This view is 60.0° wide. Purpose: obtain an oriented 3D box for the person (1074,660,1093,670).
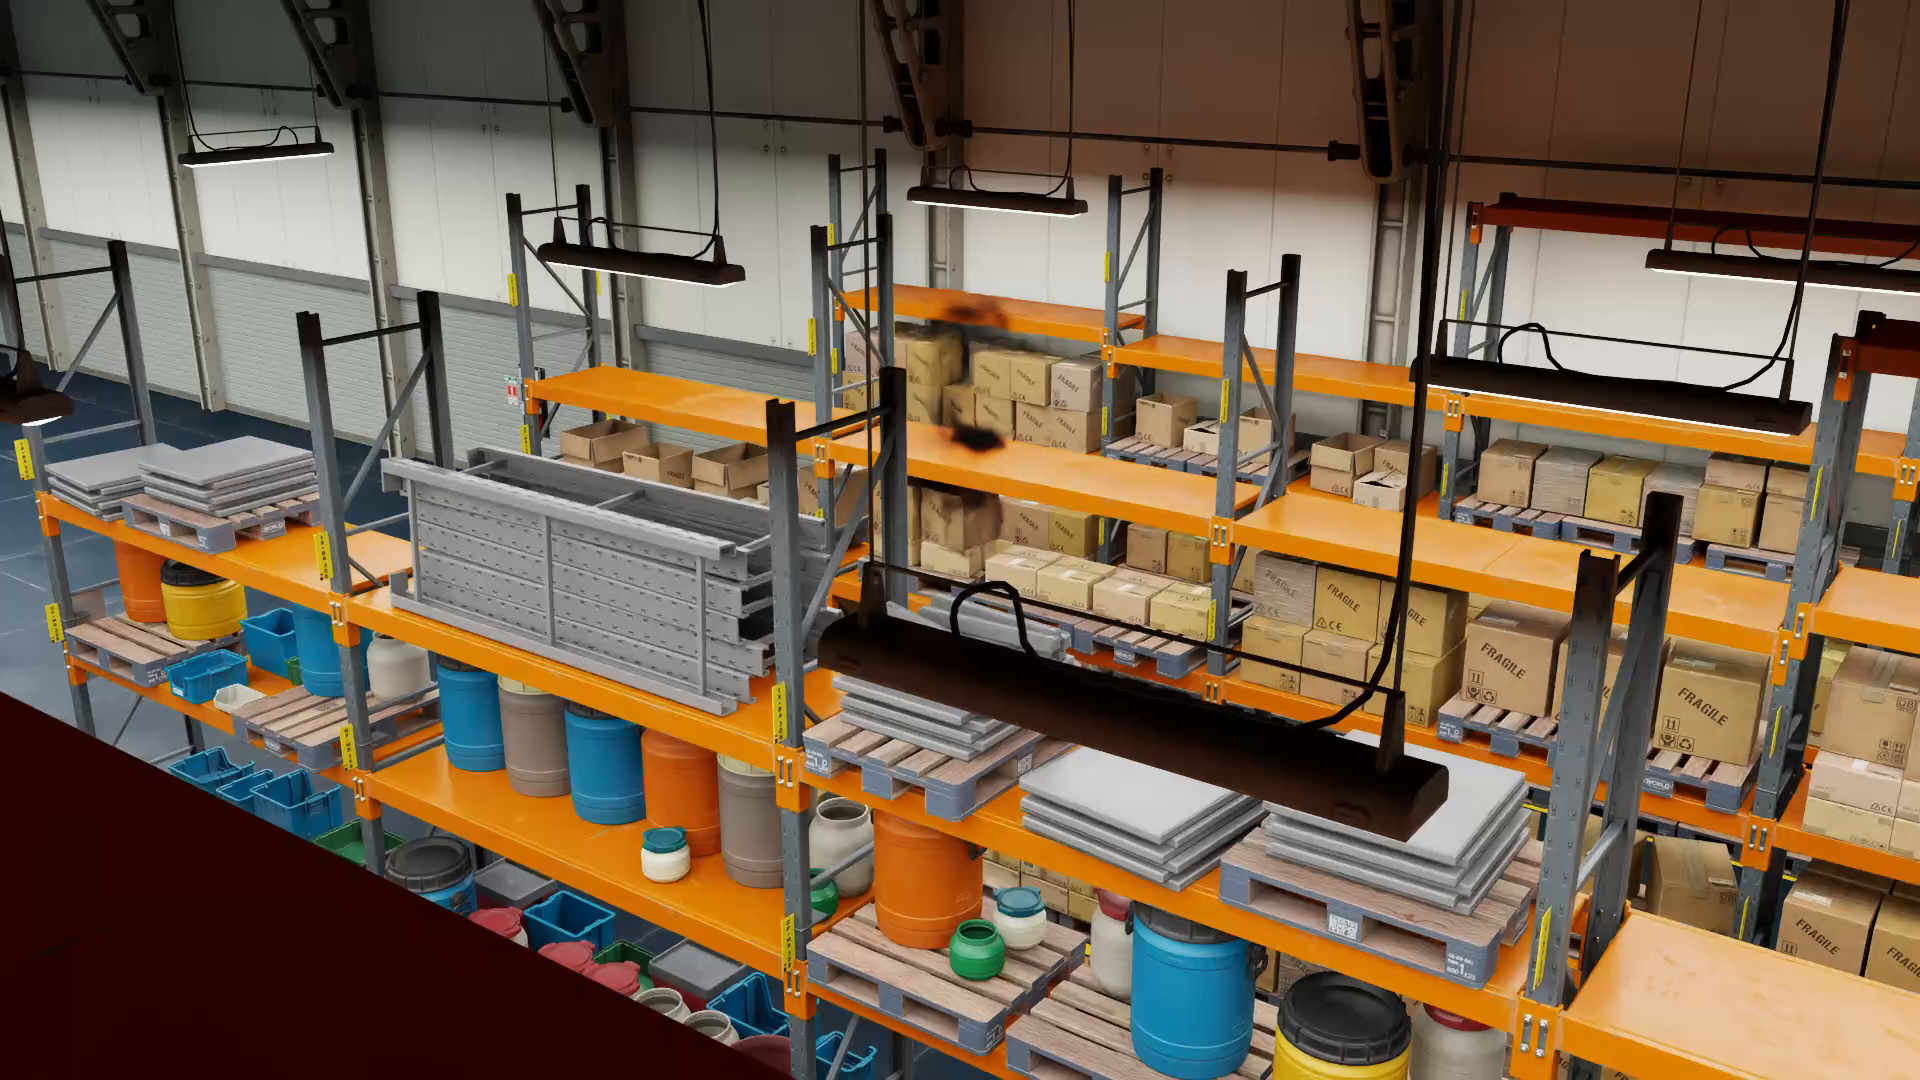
[{"bbox_3d":[1.084,1.756,17.126,0.845,1.774,0.655,13,22,34],"label":"person"}]
